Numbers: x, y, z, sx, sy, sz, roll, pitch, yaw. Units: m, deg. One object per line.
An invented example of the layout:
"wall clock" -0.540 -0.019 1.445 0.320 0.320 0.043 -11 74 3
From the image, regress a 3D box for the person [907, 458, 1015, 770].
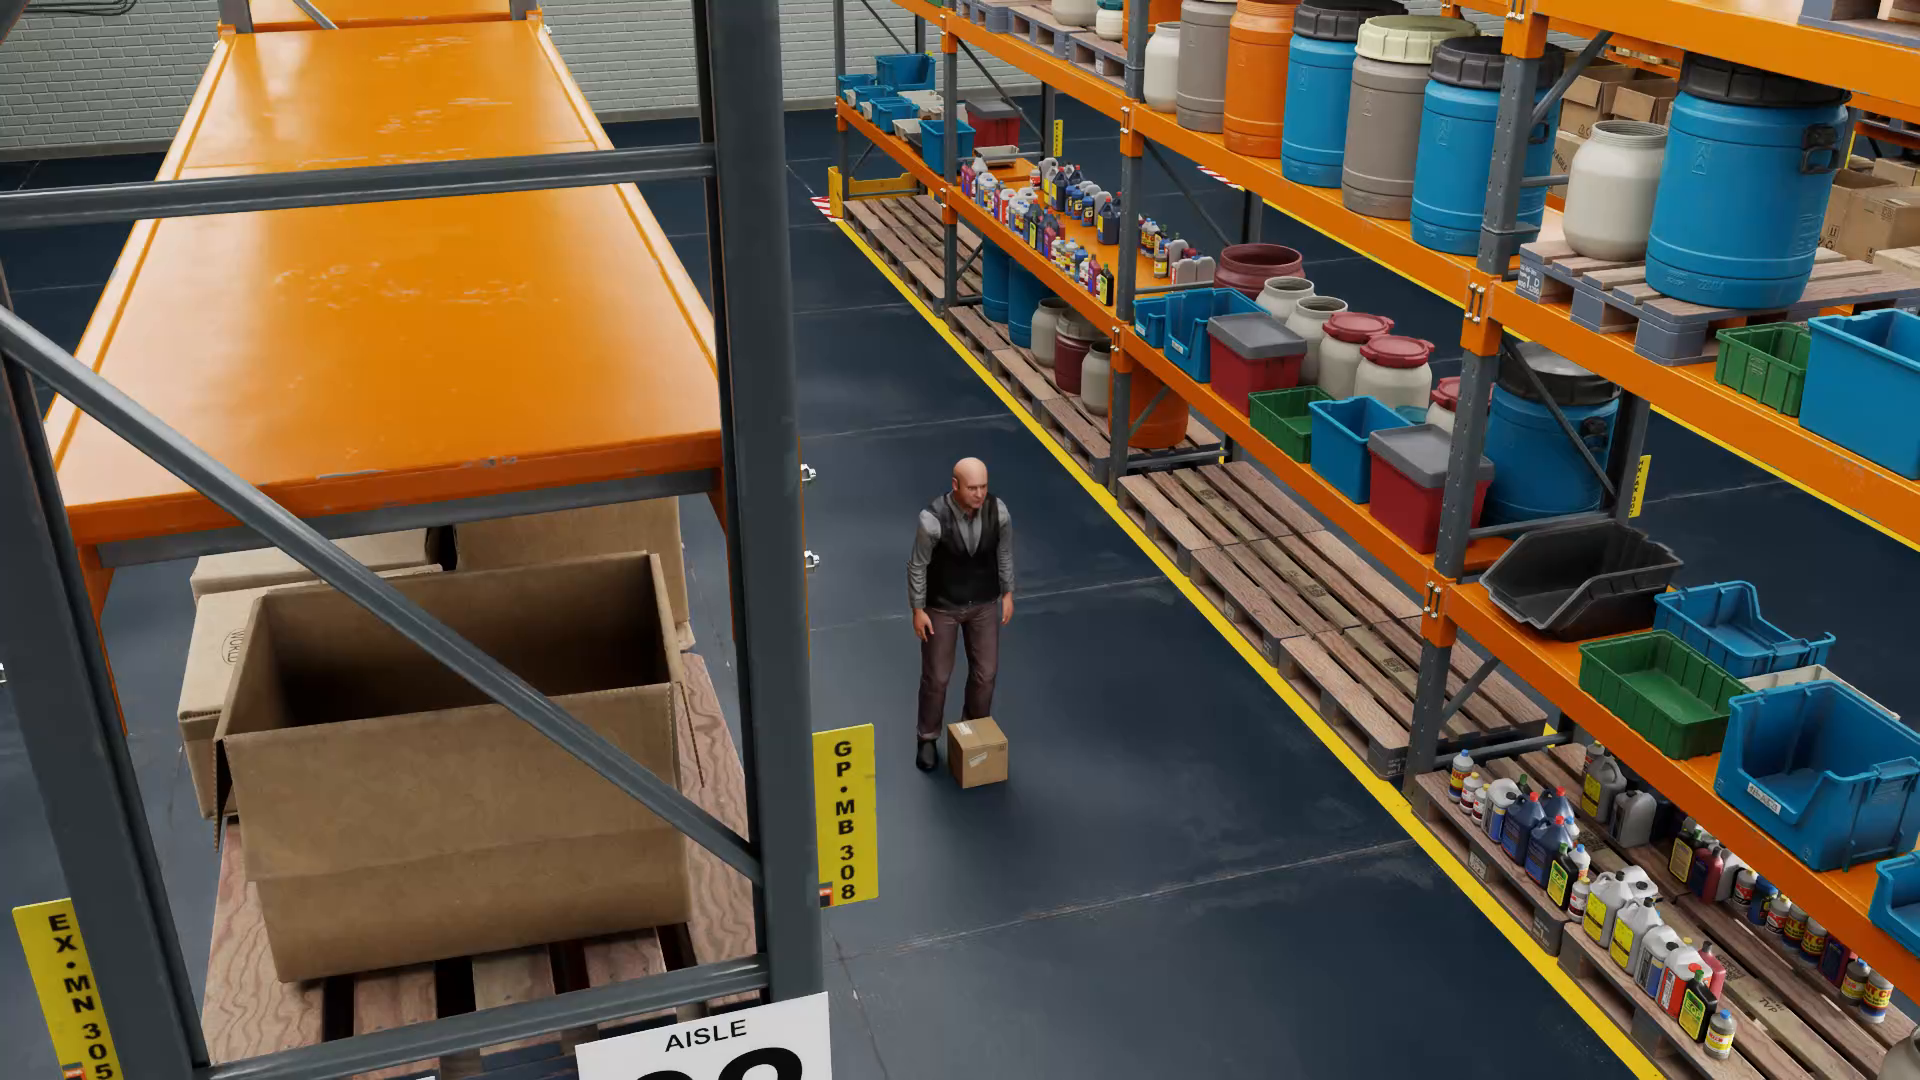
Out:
"person" 0.013 0.353 8.672 0.593 1.720 0.473 -10 28 -19
